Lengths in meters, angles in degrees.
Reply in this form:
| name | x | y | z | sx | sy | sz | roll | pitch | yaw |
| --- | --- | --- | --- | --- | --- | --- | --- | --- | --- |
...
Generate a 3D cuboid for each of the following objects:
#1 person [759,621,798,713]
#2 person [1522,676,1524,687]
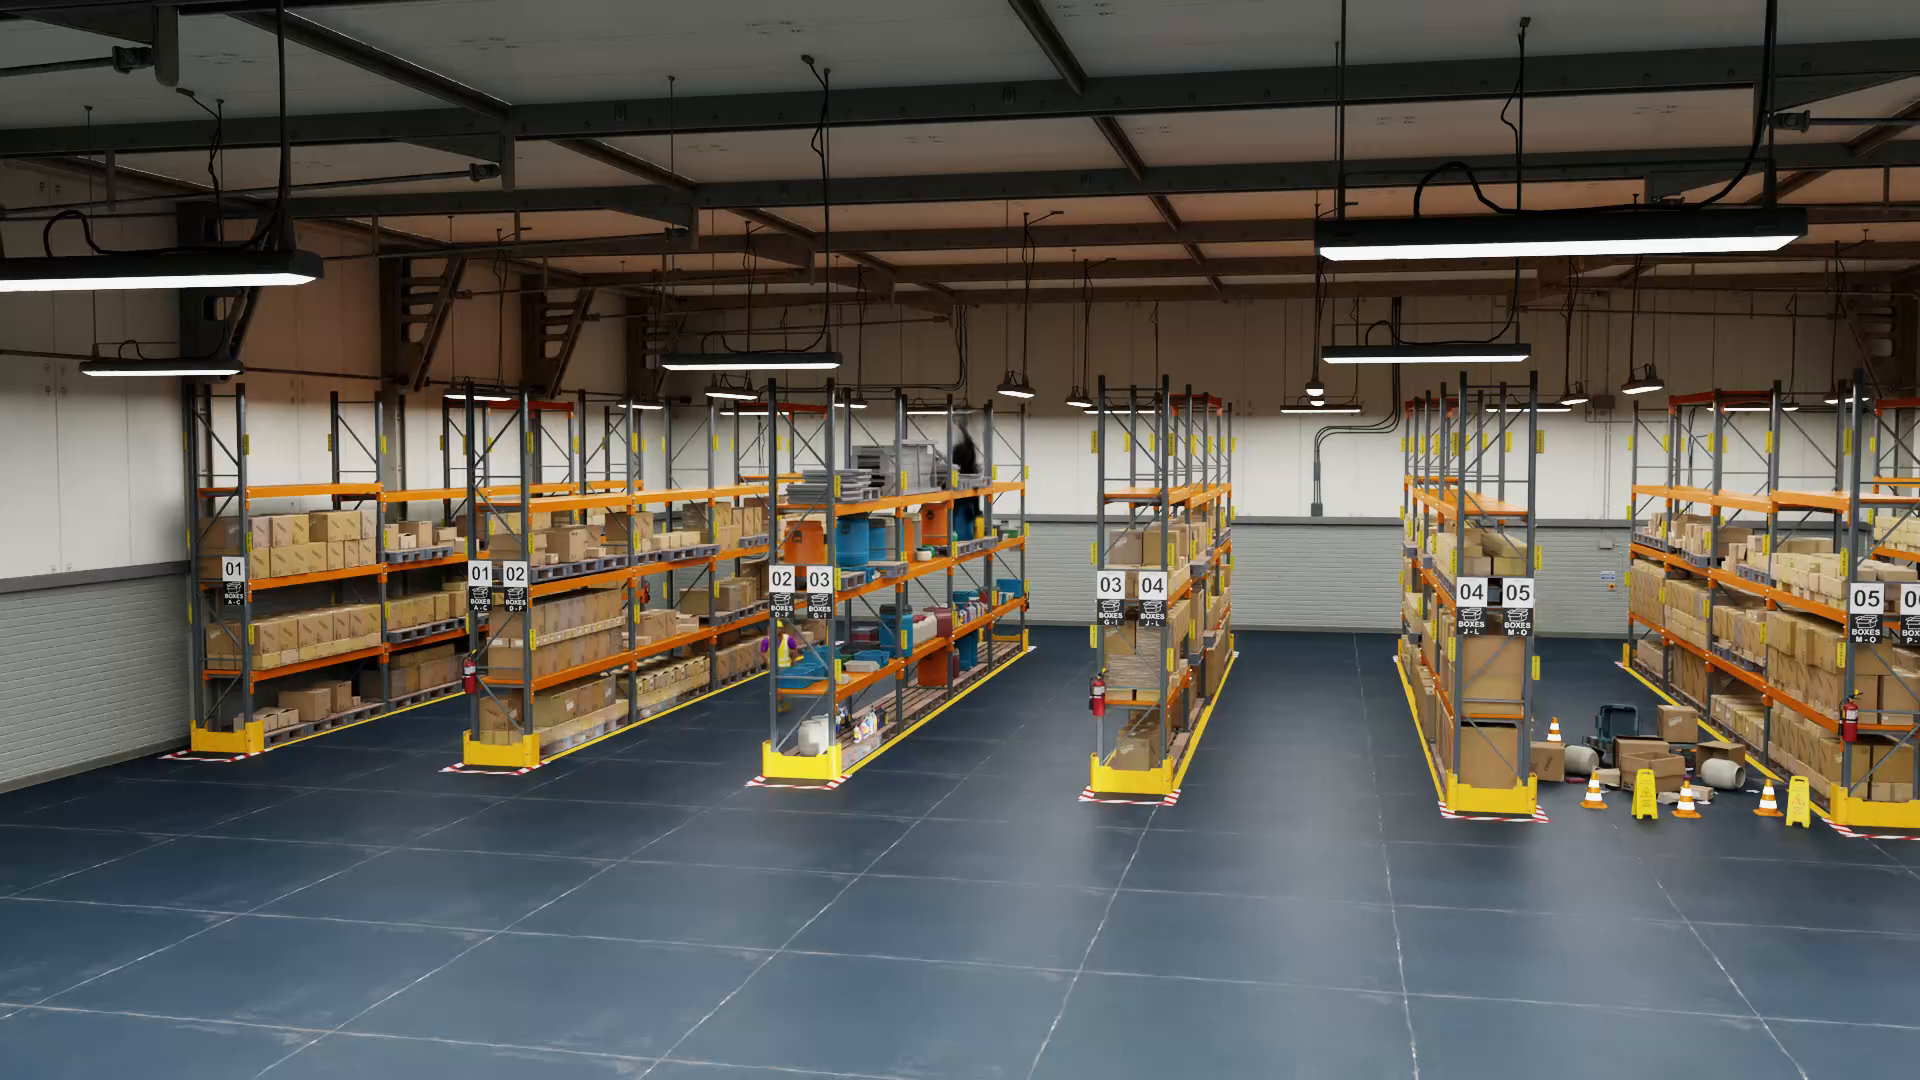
| name | x | y | z | sx | sy | sz | roll | pitch | yaw |
| --- | --- | --- | --- | --- | --- | --- | --- | --- | --- |
| person | -3.389 | 2.363 | 30.915 | 0.697 | 1.724 | 0.567 | 0 | 3 | 0 |
| person | 11.394 | 2.187 | 34.103 | 0.557 | 1.716 | 0.901 | 0 | 3 | 8 |
